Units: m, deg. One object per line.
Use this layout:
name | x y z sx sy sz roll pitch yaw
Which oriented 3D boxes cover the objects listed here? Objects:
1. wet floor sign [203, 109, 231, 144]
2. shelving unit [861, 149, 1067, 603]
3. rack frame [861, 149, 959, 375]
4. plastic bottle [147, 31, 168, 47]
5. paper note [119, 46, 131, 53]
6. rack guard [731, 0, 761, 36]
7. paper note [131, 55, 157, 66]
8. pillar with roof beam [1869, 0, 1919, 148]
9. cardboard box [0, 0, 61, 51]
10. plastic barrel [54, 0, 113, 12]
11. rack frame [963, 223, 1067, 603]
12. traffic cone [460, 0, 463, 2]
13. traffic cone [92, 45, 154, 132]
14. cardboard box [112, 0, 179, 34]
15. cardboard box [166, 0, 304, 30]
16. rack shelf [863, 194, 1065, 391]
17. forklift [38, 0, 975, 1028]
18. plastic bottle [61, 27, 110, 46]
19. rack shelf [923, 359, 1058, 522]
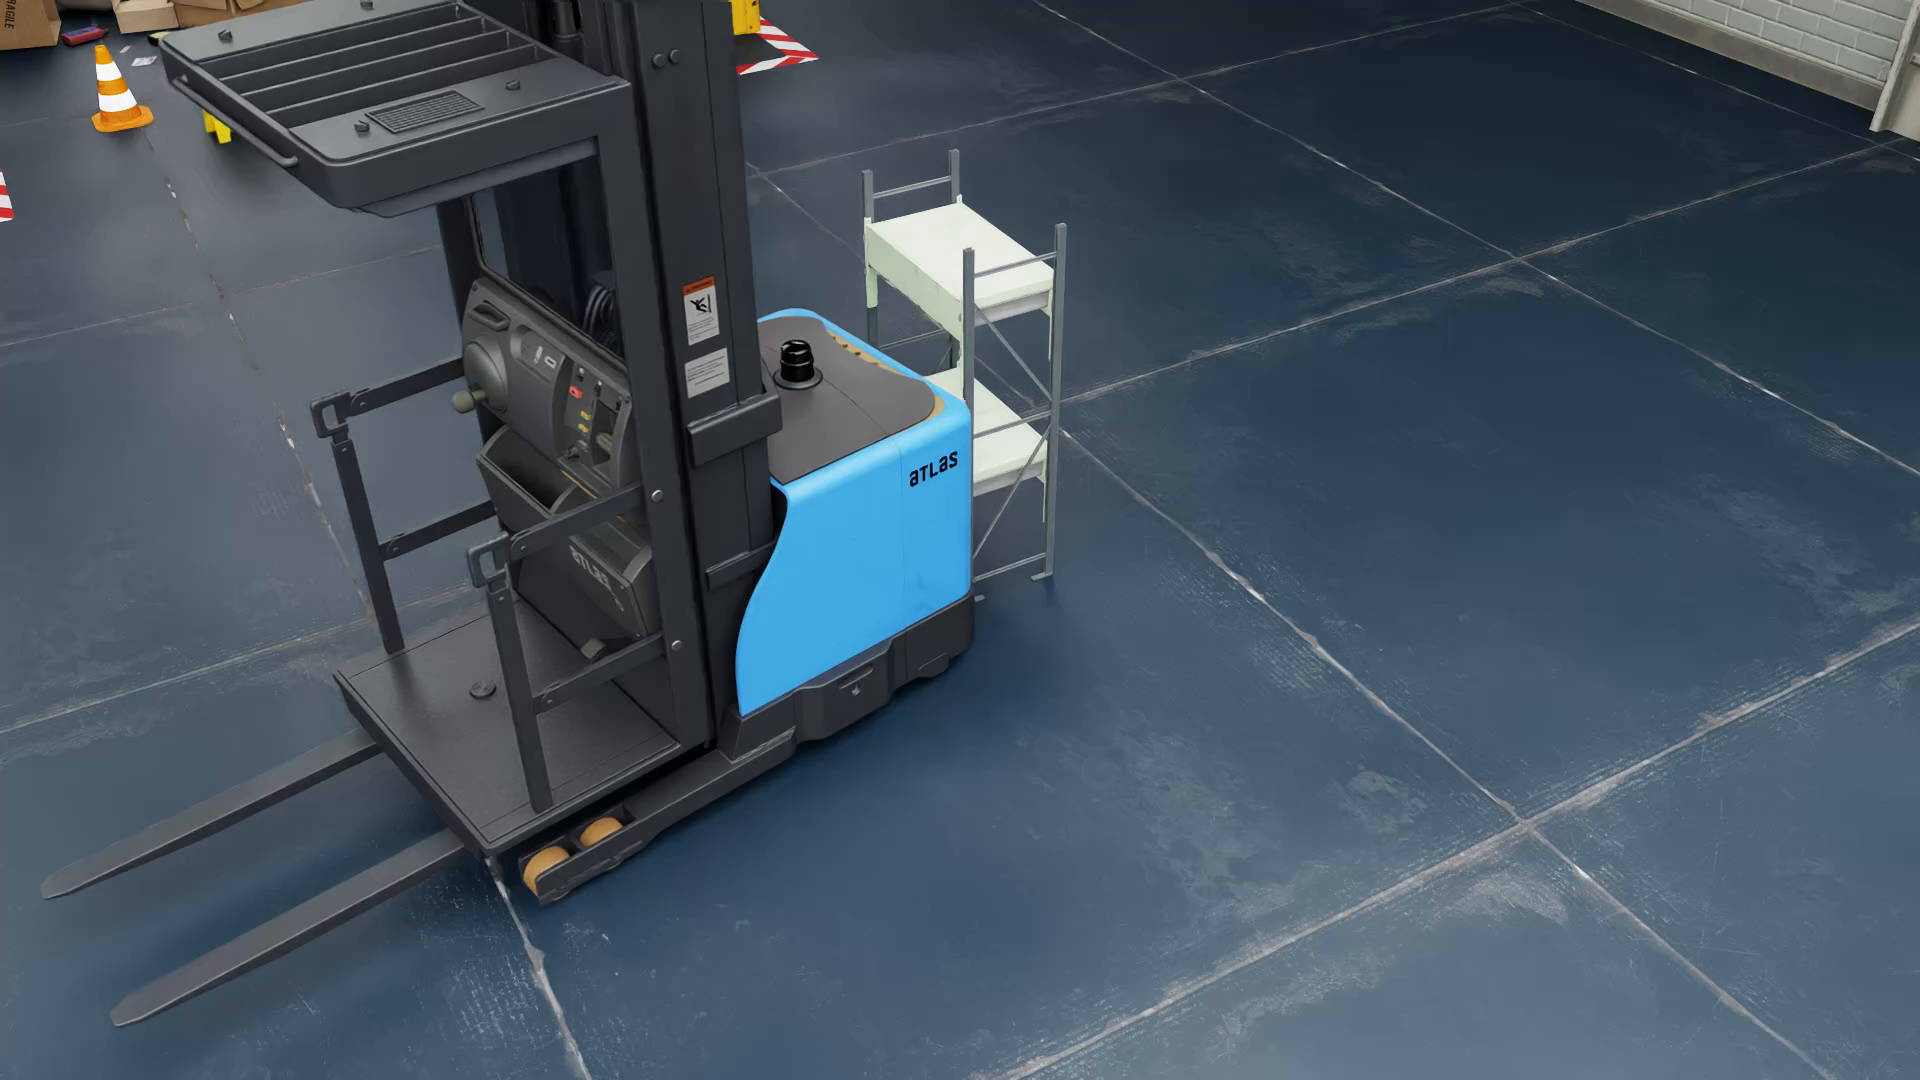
wet floor sign | -4.427 -2.748 9.965 0.267 0.644 0.232 -26 44 -31
shelving unit | 0.003 -0.602 6.303 0.431 1.500 0.755 -19 40 -24
rack frame | -0.181 -0.789 6.559 0.400 1.500 0.023 -19 40 -24
plastic bottle | -5.466 -3.427 11.390 0.283 0.061 0.133 26 44 31
paper note | -5.678 -3.338 11.312 0.032 0.001 0.123 0 36 0
rack guard | -1.963 -3.674 11.357 1.175 0.500 0.348 -19 40 -24
paper note | -5.453 -3.208 11.118 0.144 0.017 0.142 -6 37 -8
pillar with roof beam | 2.087 -4.827 5.729 9.100 9.000 0.400 -19 40 -24
cardboard box | -6.496 -3.671 11.350 0.500 0.500 0.500 -12 38 -16
plastic barrel | -6.267 -4.002 11.871 0.512 0.421 0.421 6 37 8
rack frame | 0.187 -0.416 6.047 0.400 1.500 0.023 -19 40 -24
traffic cone | -3.256 -3.458 11.092 0.336 0.463 0.334 -19 40 -24
traffic cone | -5.193 -2.794 10.183 0.336 0.463 0.334 -19 40 -24
cardboard box | -5.707 -3.732 11.634 0.396 0.266 0.258 -12 38 -16
cardboard box | -4.996 -3.782 11.502 0.637 0.503 0.797 12 38 16
rack shelf | 0.003 -0.917 6.073 0.431 0.370 0.720 -19 40 -24
forklift | -1.389 -0.407 4.822 3.031 2.935 1.130 -27 44 -32
plastic bottle | -6.028 -3.483 11.467 0.133 0.061 0.283 26 44 31
rack shelf | 0.003 -0.339 6.495 0.431 0.370 0.720 -19 40 -24
